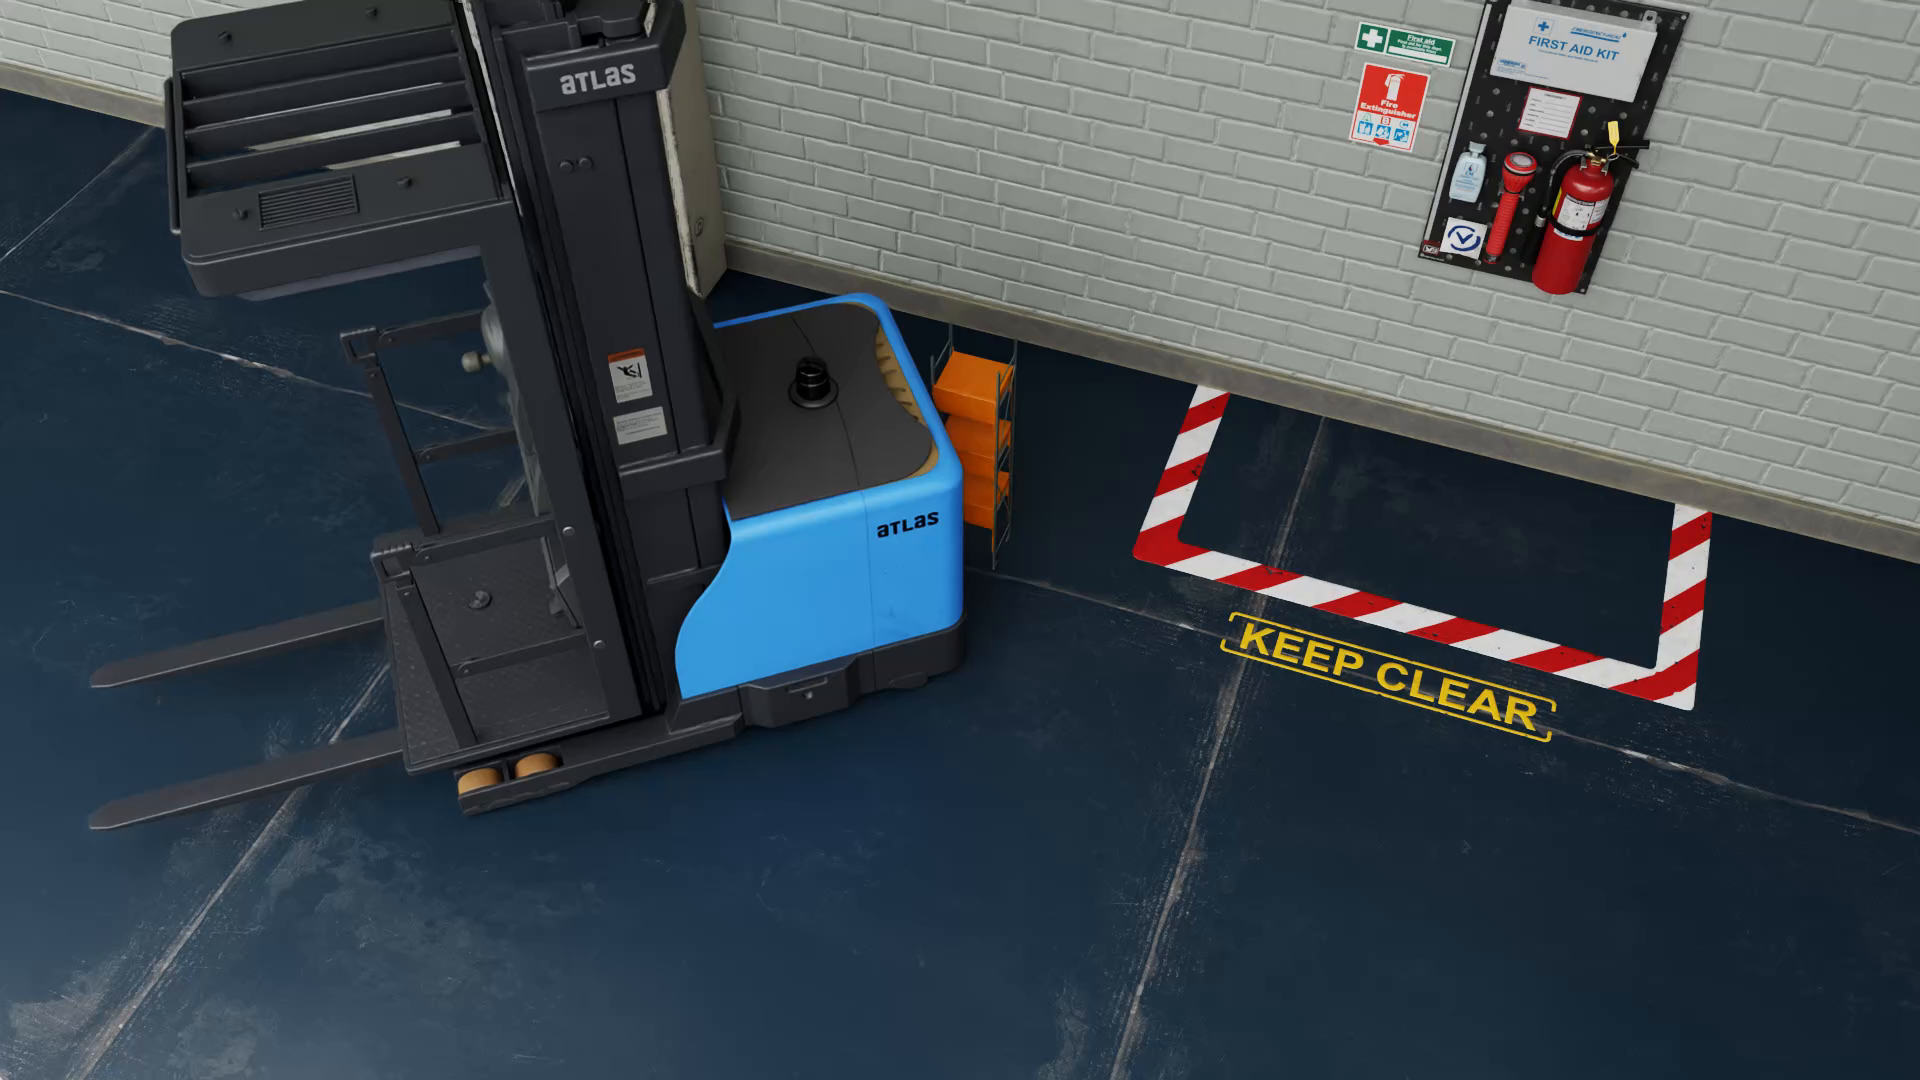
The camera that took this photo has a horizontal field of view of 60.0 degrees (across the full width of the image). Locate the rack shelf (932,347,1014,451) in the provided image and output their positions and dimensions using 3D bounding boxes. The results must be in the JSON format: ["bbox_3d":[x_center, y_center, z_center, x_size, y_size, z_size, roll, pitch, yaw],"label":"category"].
[{"bbox_3d":[0.050,-0.509,6.001,0.240,0.259,0.215,16,51,13],"label":"rack shelf"}]

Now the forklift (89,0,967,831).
[{"bbox_3d":[-1.549,-0.464,5.079,3.031,2.935,1.130,-14,51,-12],"label":"forklift"}]

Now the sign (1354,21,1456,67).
[{"bbox_3d":[1.534,-1.711,5.740,0.331,0.109,0.001,16,51,13],"label":"sign"}]

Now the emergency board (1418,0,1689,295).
[{"bbox_3d":[2.016,-1.315,5.772,0.643,1.169,0.194,16,51,13],"label":"emergency board"}]

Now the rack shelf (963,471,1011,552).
[{"bbox_3d":[0.050,-0.141,6.426,0.240,0.259,0.215,16,51,13],"label":"rack shelf"}]

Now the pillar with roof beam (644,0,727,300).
[{"bbox_3d":[-2.800,-1.126,1.637,0.400,9.000,9.100,16,51,13],"label":"pillar with roof beam"}]

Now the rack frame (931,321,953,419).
[{"bbox_3d":[-0.064,-0.362,6.235,0.008,1.050,0.200,16,51,13],"label":"rack frame"}]

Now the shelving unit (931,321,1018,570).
[{"bbox_3d":[0.050,-0.330,6.208,0.252,1.050,0.215,16,51,13],"label":"shelving unit"}]

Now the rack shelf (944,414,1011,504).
[{"bbox_3d":[0.050,-0.323,6.216,0.240,0.259,0.215,16,51,13],"label":"rack shelf"}]

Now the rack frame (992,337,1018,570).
[{"bbox_3d":[0.165,-0.298,6.180,0.008,1.050,0.200,16,51,13],"label":"rack frame"}]

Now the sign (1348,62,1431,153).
[{"bbox_3d":[1.533,-1.545,5.947,0.234,0.329,0.001,16,51,13],"label":"sign"}]

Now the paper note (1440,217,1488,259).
[{"bbox_3d":[1.873,-1.122,6.187,0.142,0.148,0.016,16,51,13],"label":"paper note"}]
